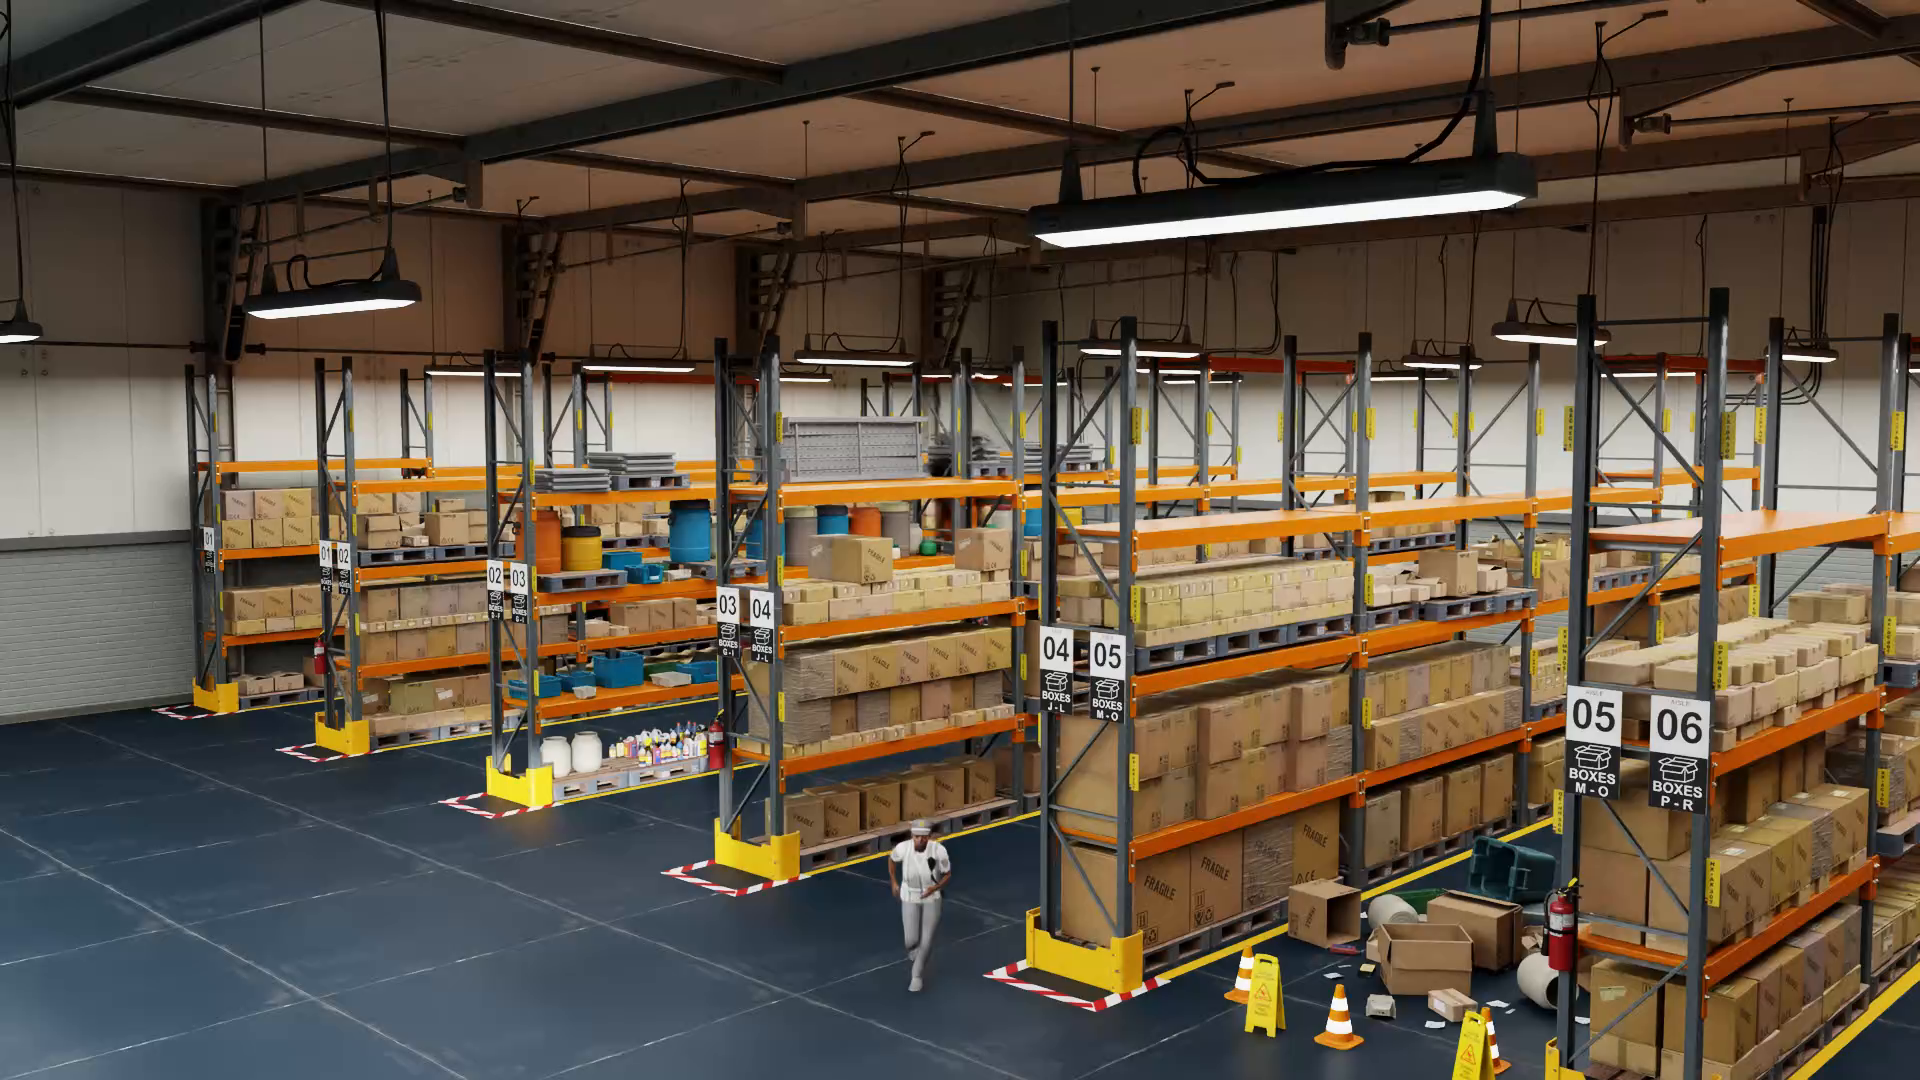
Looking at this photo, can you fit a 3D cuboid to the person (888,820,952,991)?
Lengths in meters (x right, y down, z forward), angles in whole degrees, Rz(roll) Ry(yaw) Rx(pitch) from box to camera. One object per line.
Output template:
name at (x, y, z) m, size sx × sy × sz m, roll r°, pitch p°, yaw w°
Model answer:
person at (-0.364, 3.238, 14.872) m, size 0.553 × 1.614 × 0.688 m, roll 0°, pitch 4°, yaw -2°

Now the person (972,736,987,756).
person at (0.215, 2.426, 24.262) m, size 0.683 × 1.775 × 0.880 m, roll 2°, pitch 5°, yaw 28°
